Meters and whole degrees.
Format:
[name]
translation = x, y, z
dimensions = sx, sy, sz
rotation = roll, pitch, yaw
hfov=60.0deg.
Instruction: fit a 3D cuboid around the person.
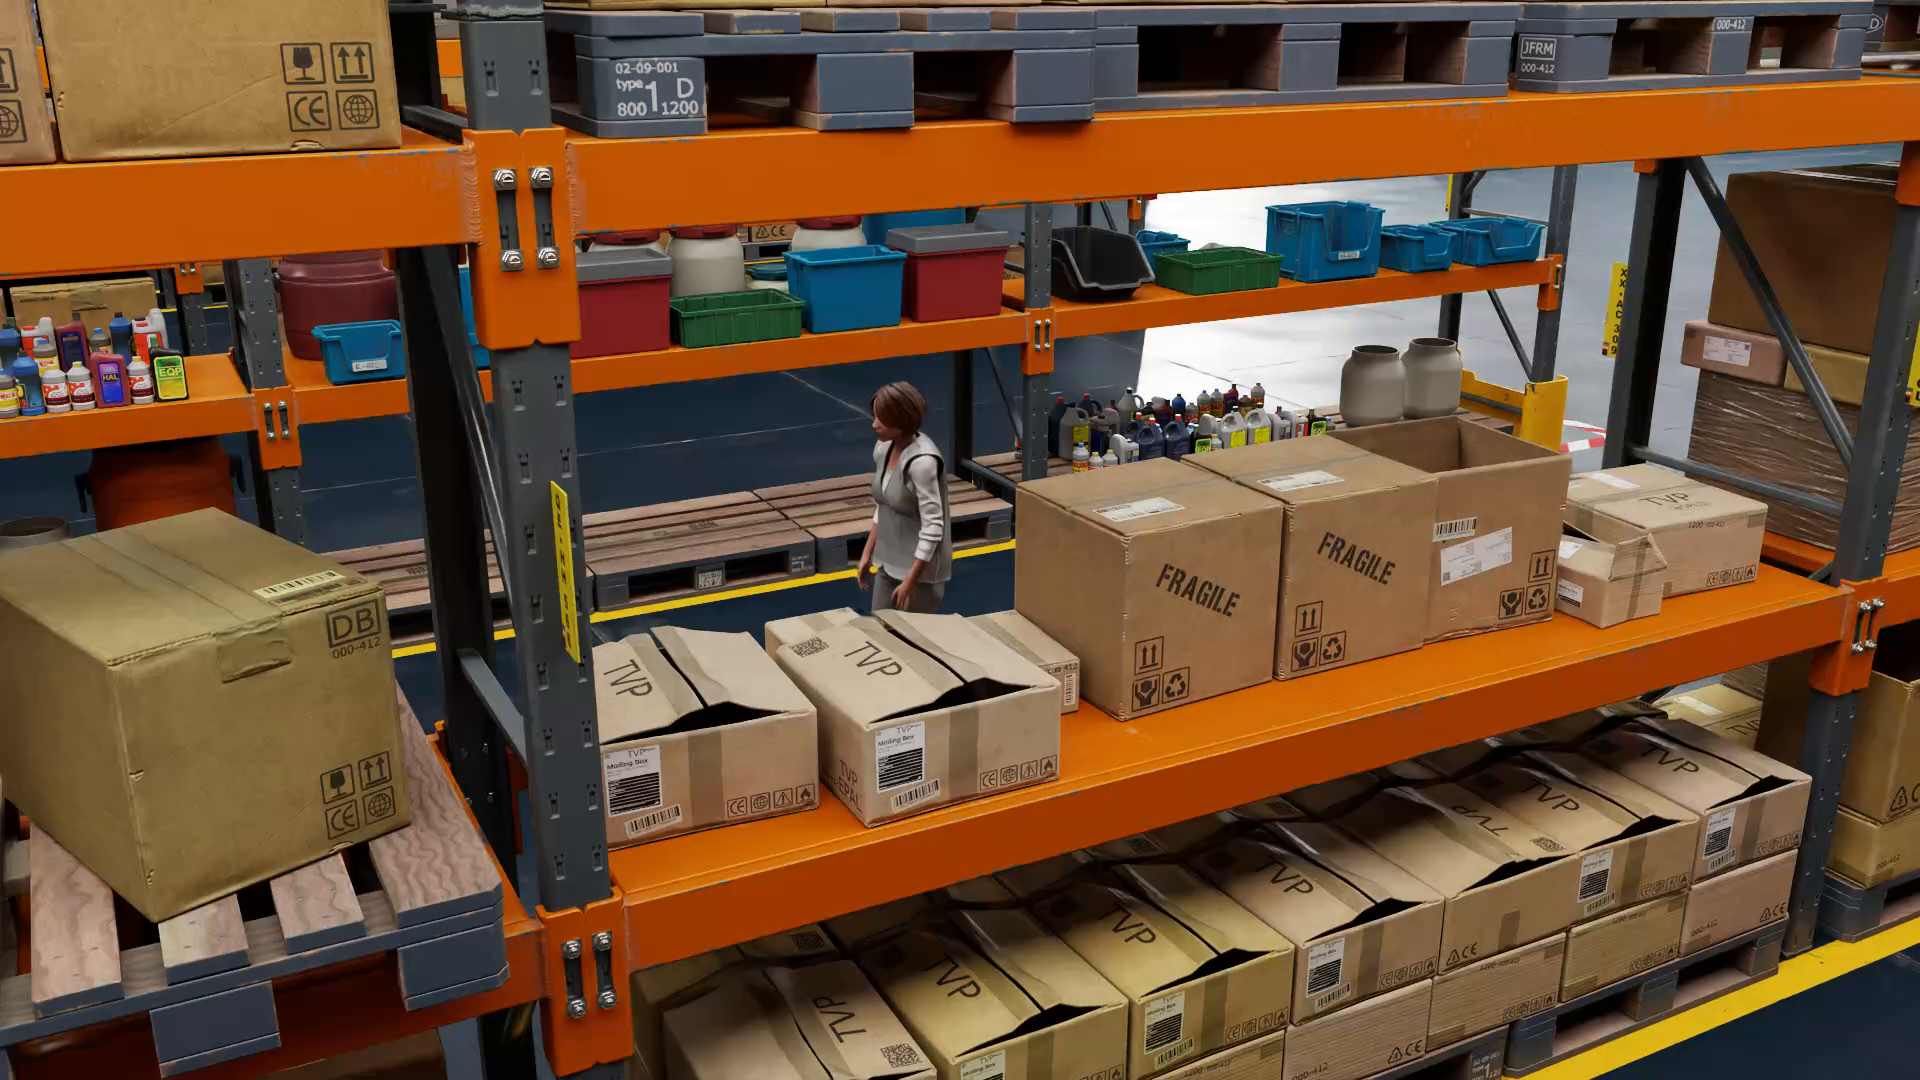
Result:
[person]
translation = -0.219, 0.158, 6.665
dimensions = 0.341, 1.559, 0.452
rotation = -11, 21, -28
